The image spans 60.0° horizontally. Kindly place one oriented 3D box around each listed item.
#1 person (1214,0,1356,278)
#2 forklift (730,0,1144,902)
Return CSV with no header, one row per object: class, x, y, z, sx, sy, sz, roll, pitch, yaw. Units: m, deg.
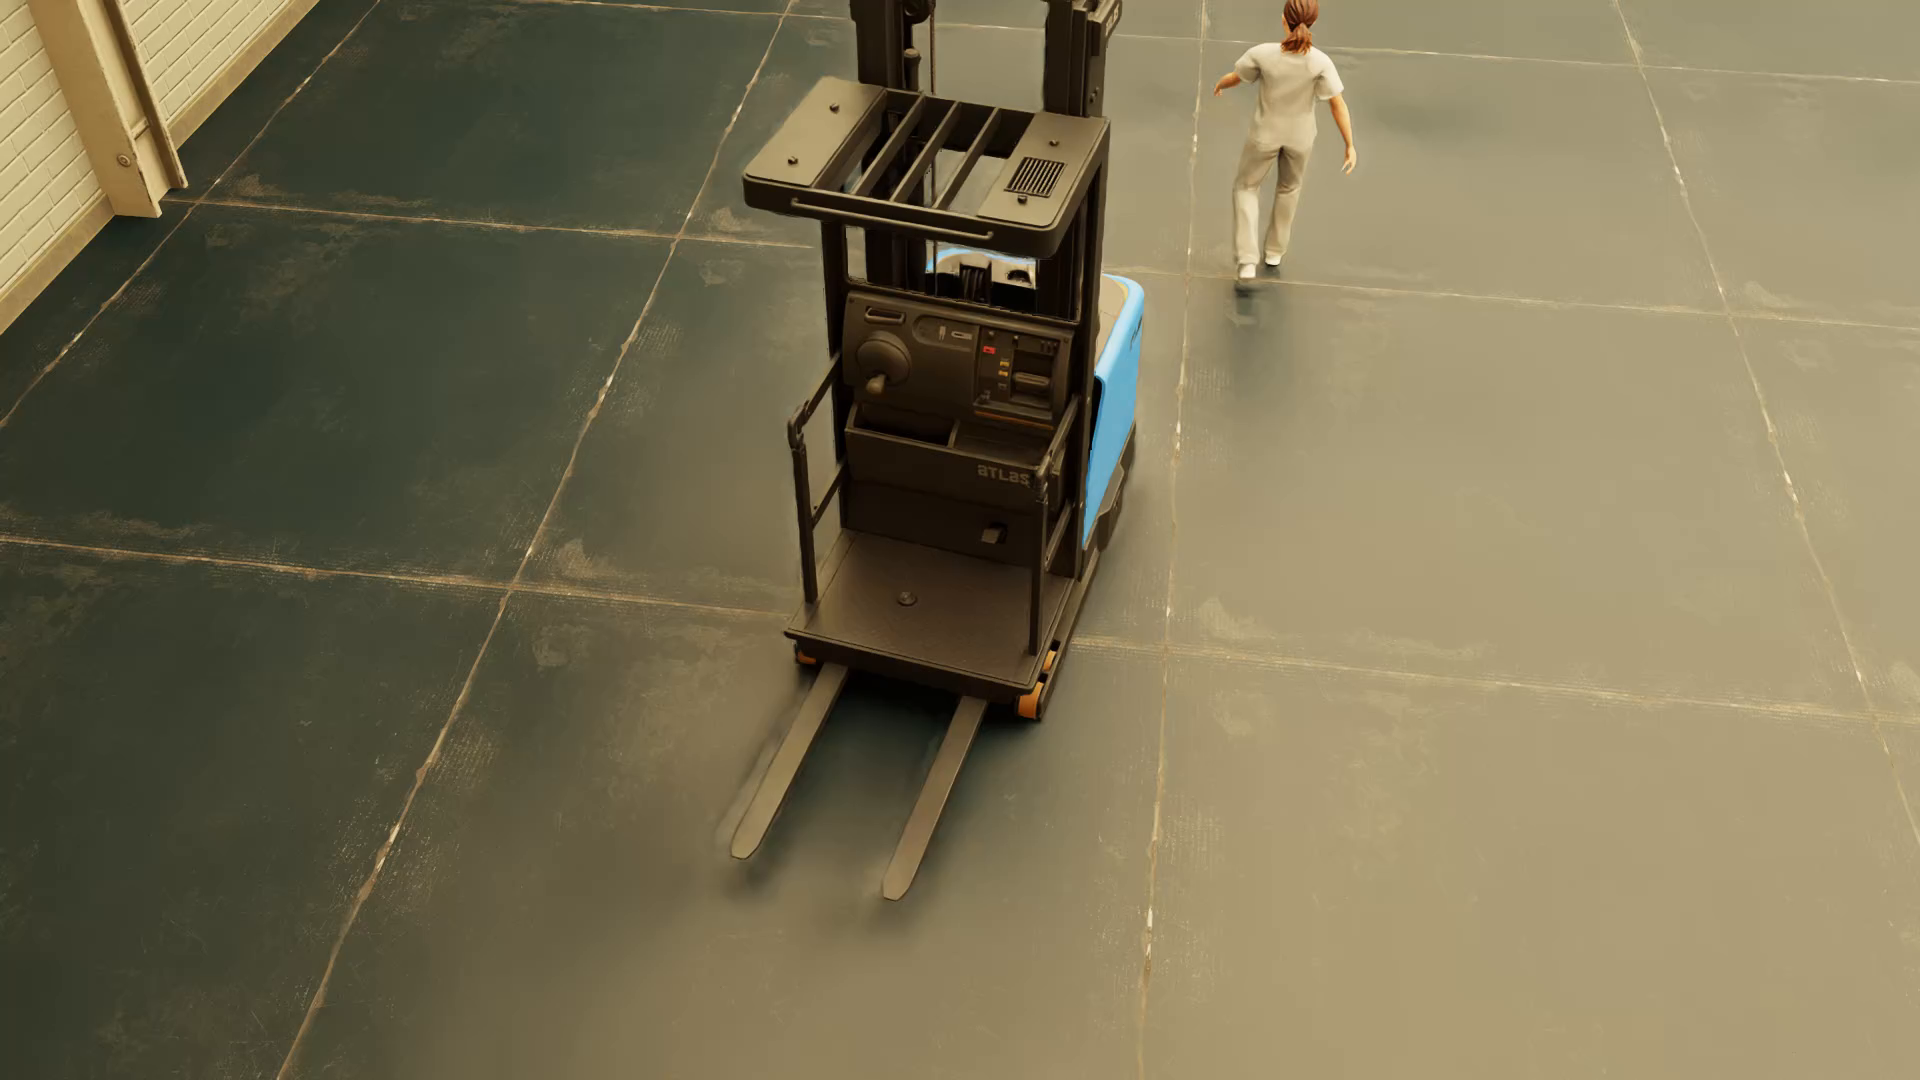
person,1.758,-2.185,9.050,0.780,1.657,0.689,5,43,6
forklift,-0.082,-0.630,6.410,1.130,2.935,3.031,12,44,13
